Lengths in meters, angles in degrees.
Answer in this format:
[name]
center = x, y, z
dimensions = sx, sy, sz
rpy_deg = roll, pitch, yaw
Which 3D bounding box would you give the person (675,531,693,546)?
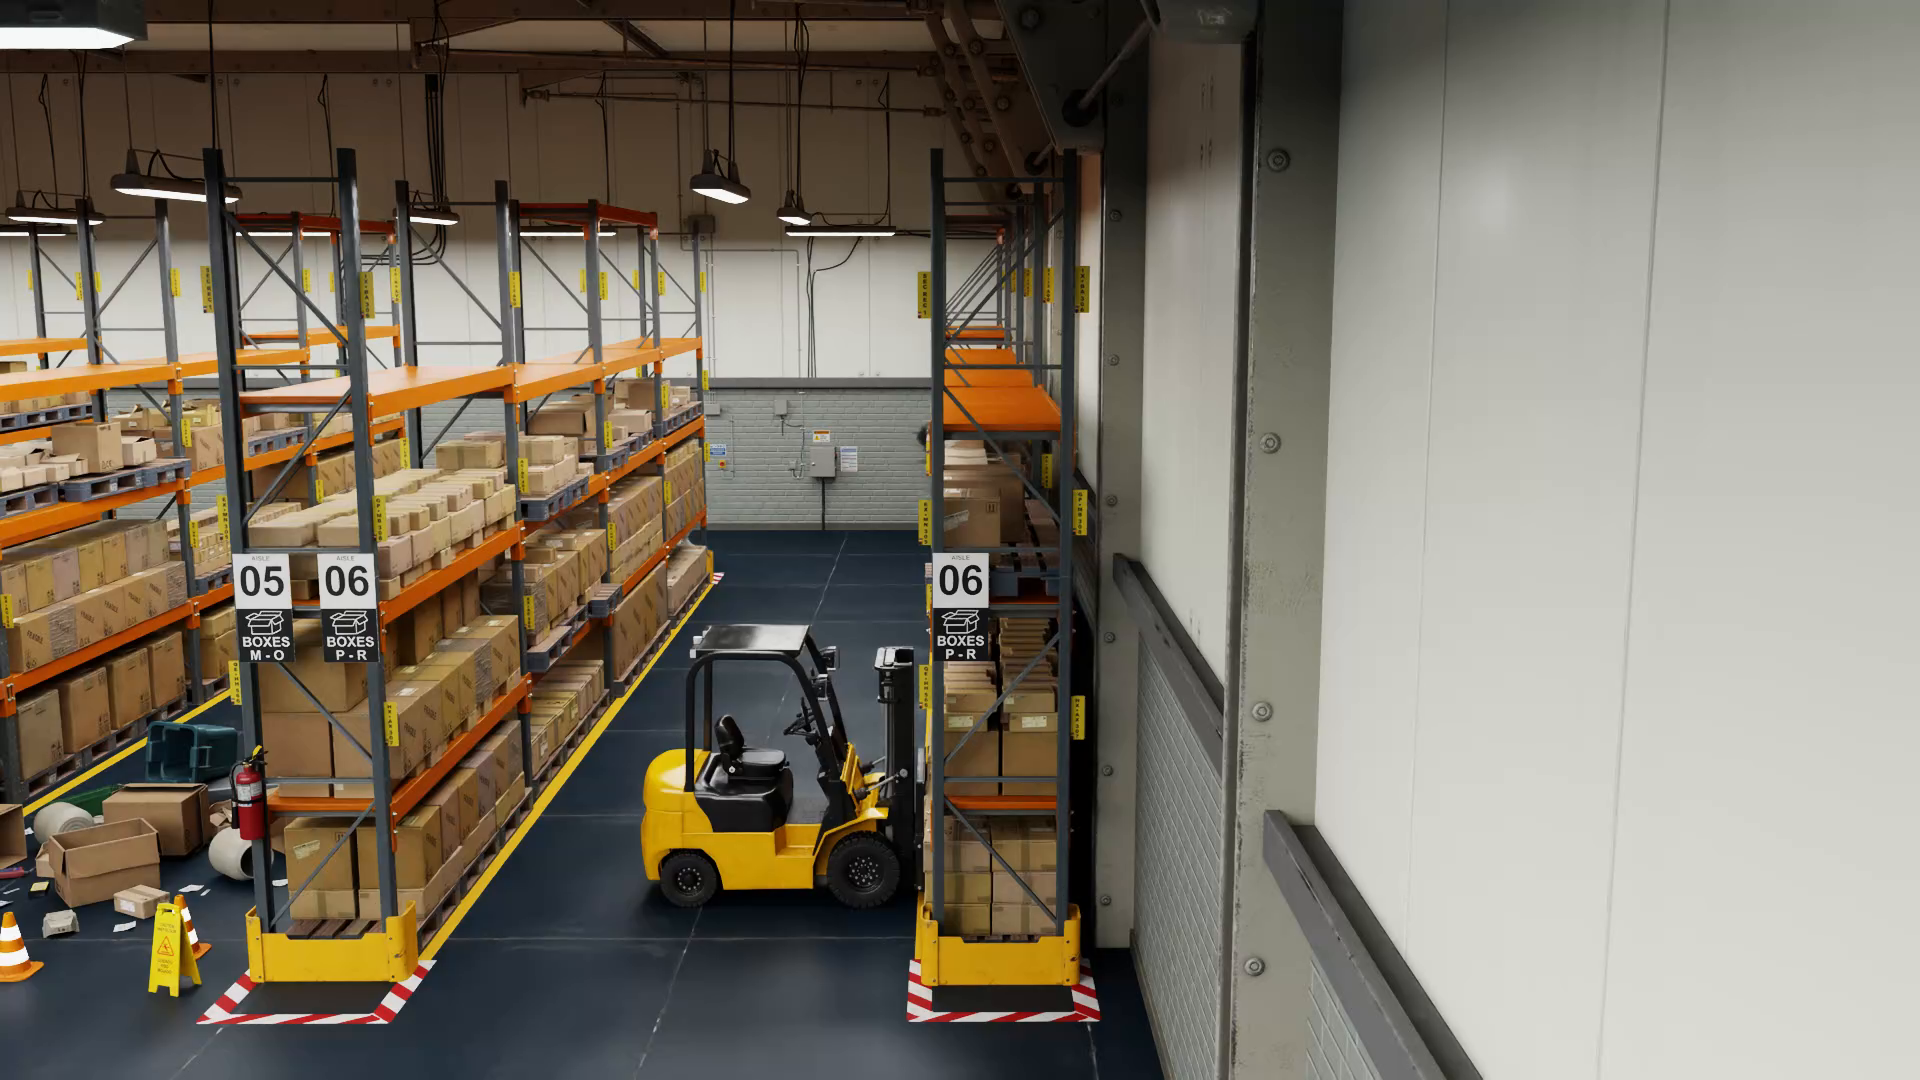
[person]
center = -4.996, -0.373, 29.326
dimensions = 0.521, 1.721, 0.719
rpy_deg = 5, 10, 29
